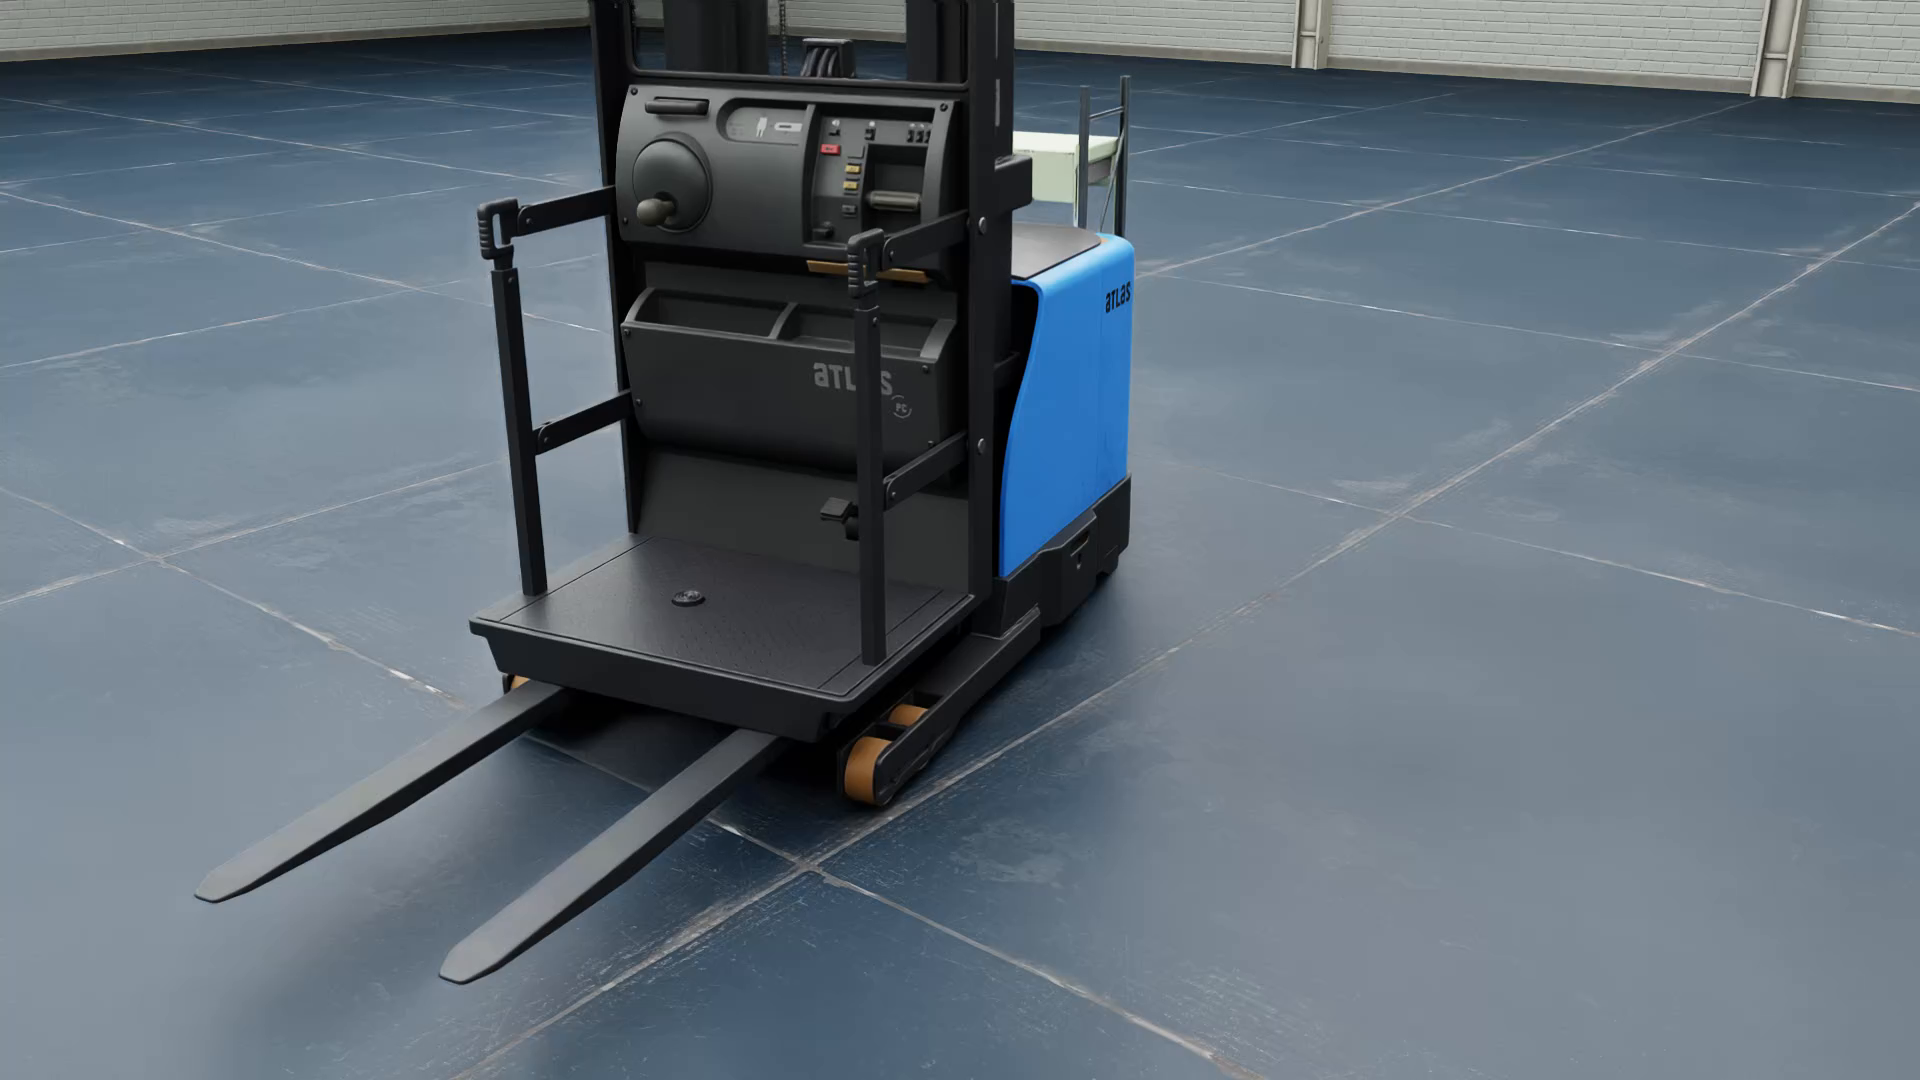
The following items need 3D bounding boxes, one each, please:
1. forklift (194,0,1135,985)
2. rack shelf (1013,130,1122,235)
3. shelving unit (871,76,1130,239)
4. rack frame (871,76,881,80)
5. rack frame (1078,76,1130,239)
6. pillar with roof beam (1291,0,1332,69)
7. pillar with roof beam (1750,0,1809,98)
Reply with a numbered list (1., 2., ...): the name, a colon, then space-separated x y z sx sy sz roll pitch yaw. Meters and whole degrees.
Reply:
1. forklift: -0.536 -0.909 3.926 1.130 2.935 3.031 9 23 24
2. rack shelf: 0.134 -1.181 5.567 0.720 0.370 0.431 9 23 24
3. shelving unit: 0.134 -0.815 5.705 0.755 1.500 0.431 9 23 24
4. rack frame: -0.197 -0.871 5.851 0.023 1.500 0.400 9 23 24
5. rack frame: 0.465 -0.760 5.558 0.023 1.500 0.400 9 23 24
6. pillar with roof beam: 2.100 -9.554 18.250 0.400 9.000 9.100 16 26 36
7. pillar with roof beam: 6.748 -8.215 14.700 0.400 9.000 9.100 16 26 36
